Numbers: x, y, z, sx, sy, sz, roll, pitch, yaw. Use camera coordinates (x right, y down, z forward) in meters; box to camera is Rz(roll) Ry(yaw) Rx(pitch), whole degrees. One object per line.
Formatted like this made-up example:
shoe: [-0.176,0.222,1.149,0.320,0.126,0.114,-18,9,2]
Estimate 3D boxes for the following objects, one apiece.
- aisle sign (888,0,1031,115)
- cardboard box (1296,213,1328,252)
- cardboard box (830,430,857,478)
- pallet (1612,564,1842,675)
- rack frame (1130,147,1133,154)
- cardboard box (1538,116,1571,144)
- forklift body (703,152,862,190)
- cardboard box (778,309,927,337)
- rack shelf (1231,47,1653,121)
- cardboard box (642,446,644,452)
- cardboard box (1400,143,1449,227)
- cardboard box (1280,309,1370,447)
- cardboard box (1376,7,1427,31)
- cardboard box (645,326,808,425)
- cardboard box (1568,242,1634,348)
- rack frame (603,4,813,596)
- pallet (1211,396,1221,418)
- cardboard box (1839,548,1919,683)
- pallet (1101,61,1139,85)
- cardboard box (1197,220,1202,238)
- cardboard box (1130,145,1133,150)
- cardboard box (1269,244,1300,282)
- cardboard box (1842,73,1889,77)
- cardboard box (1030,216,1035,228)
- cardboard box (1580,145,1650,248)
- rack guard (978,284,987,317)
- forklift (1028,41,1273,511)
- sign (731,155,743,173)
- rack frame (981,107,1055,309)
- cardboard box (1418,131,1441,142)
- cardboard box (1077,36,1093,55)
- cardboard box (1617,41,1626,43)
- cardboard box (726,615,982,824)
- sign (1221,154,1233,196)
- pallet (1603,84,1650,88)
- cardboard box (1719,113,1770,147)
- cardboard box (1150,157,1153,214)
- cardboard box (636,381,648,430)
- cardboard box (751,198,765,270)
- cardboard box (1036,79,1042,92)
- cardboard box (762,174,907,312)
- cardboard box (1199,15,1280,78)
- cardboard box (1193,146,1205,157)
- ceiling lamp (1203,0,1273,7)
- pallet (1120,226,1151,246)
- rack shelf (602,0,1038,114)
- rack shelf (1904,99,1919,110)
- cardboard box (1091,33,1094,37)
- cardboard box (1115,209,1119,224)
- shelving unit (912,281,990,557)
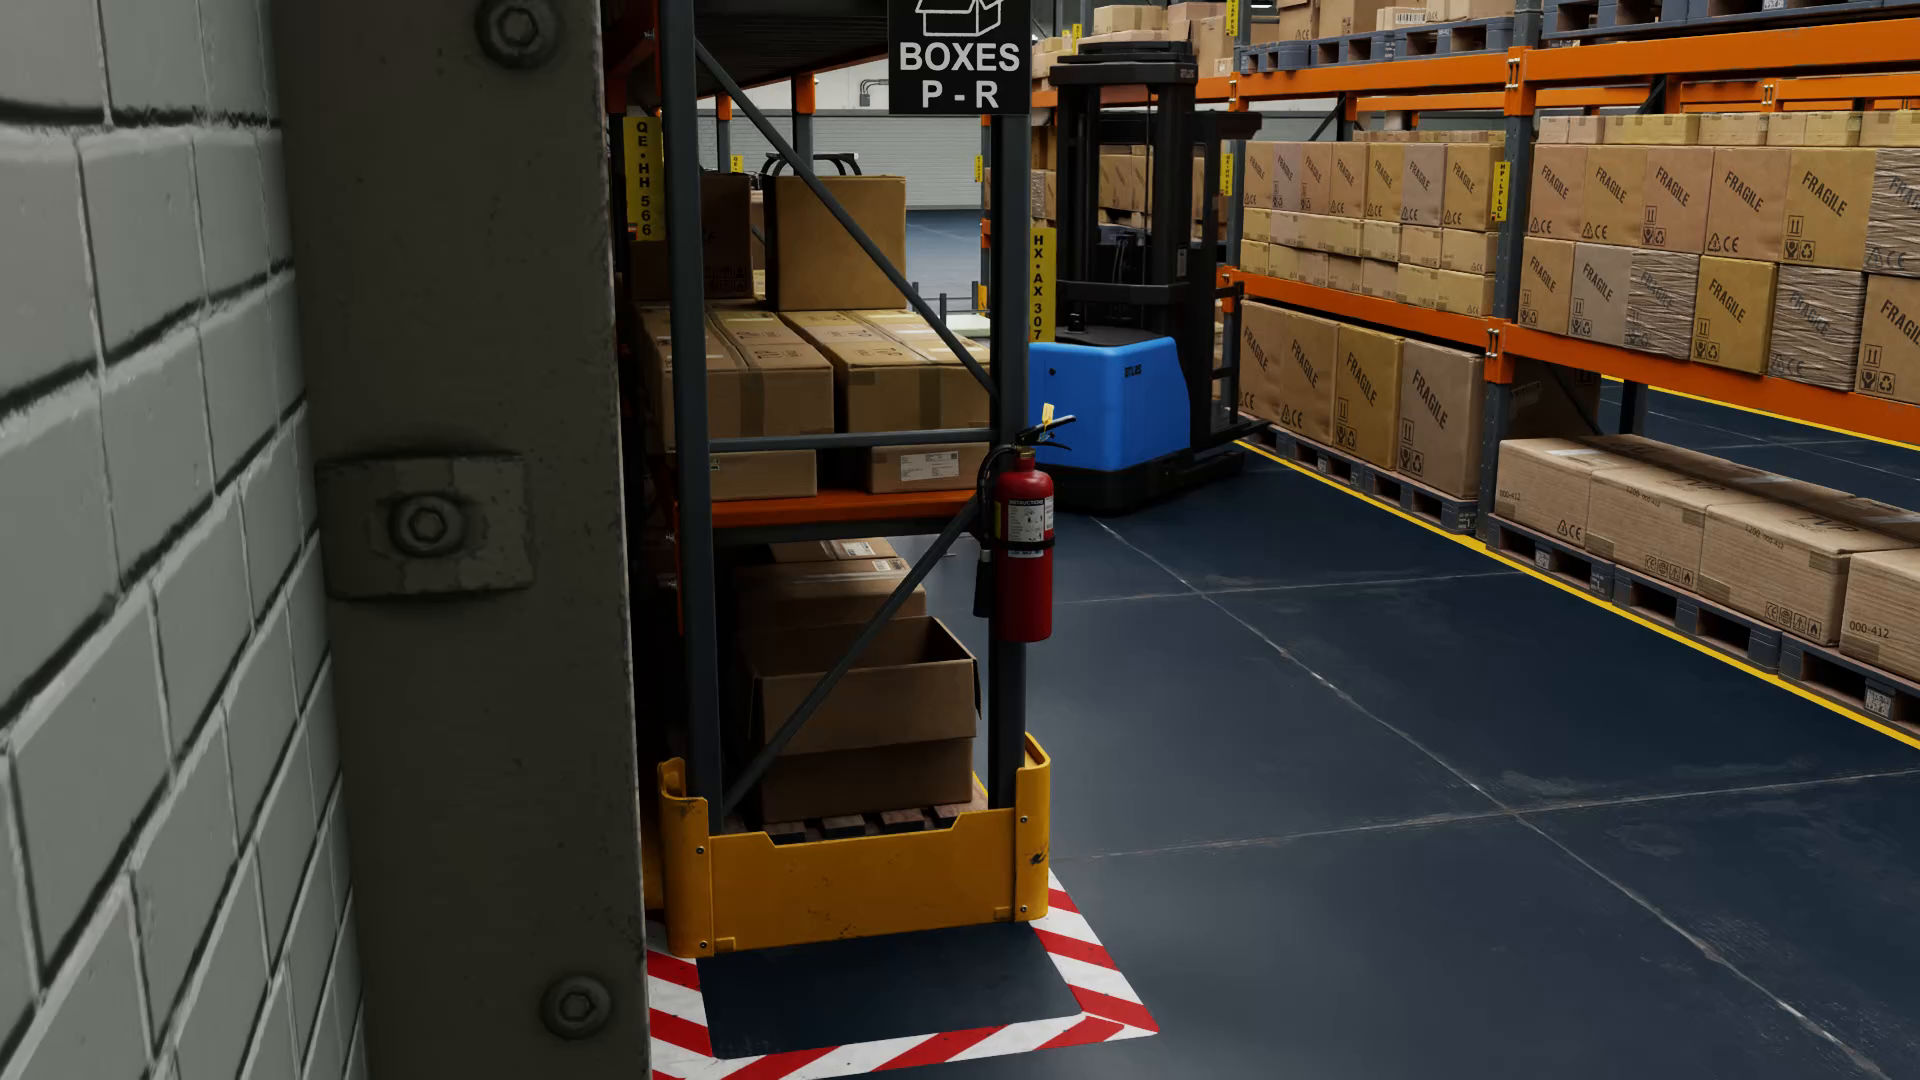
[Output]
aisle sign: [-0.001,-1.541,4.438,0.394,0.787,0.004,-3,14,-13]
cardboard box: [2.747,-2.205,11.896,0.500,0.250,0.500,-3,14,-13]
cardboard box: [-0.217,-0.303,5.376,0.380,0.149,0.250,-3,14,-12]
pallet: [3.975,0.338,8.097,1.003,0.211,1.213,-3,14,-13]
rack frame: [1.704,-3.324,17.211,1.000,3.000,0.127,-3,14,-13]
cardboard box: [3.404,-2.240,9.092,0.380,0.149,0.250,-3,14,-14]
forklift body: [-1.841,-3.221,18.578,2.313,2.155,1.214,-3,14,-13]
cardboard box: [-0.388,-0.702,6.170,0.500,0.250,0.500,-4,14,-14]
rack shelf: [3.113,-3.047,11.274,1.077,0.370,4.000,-3,14,-13]
cardboard box: [-1.608,-0.574,8.972,0.380,0.149,0.250,-4,14,-15]
cardboard box: [3.105,-2.220,10.377,0.500,0.500,0.500,-3,14,-12]
cardboard box: [2.930,-1.203,12.122,0.875,0.875,0.875,-3,14,-13]
cardboard box: [2.993,-3.454,11.030,0.380,0.166,0.250,-2,14,-8]
cardboard box: [-0.788,-0.560,5.587,0.500,0.250,0.500,-3,14,-13]
cardboard box: [3.552,-1.287,8.666,0.500,0.500,0.500,-3,14,-13]
rack frame: [-1.242,-1.200,8.521,1.000,3.000,0.127,-3,14,-13]
pallet: [2.461,-1.227,14.503,1.003,0.211,1.213,-3,14,-13]
cardboard box: [4.270,0.339,6.734,0.875,0.438,0.875,-4,14,-15]
pallet: [1.992,-4.302,15.291,1.213,0.211,1.003,-3,14,-13]
cardboard box: [2.204,-2.603,13.906,0.380,0.149,0.250,-3,14,-12]
cardboard box: [1.811,-4.116,17.510,0.700,0.500,0.500,-3,14,-14]
cardboard box: [2.651,-2.084,12.451,0.500,0.250,0.500,-4,14,-15]
cardboard box: [7.431,-3.944,13.220,0.500,0.500,0.500,-3,14,-13]
cardboard box: [0.963,-3.611,18.916,0.380,0.149,0.250,-3,14,-13]
cardboard box: [3.571,-1.772,8.543,0.500,0.500,0.500,-3,14,-14]
rack guard: [0.782,-3.015,21.213,1.175,0.500,0.348,-3,14,-13]
forklift: [1.377,-1.907,11.556,1.130,2.935,3.031,9,16,33]
sign: [-1.656,-2.680,12.302,0.100,0.325,0.005,-3,14,-13]
rack frame: [0.764,-4.246,20.988,1.000,3.000,0.127,-3,14,-13]
cardboard box: [6.071,-4.682,20.178,0.875,0.550,0.500,-3,14,-13]
cardboard box: [1.451,-4.755,16.179,0.500,0.250,0.500,-4,14,-15]
cardboard box: [6.995,-4.987,16.920,0.500,0.250,0.500,-3,14,-14]
cardboard box: [-0.354,0.585,5.589,0.797,0.503,0.637,-4,14,-15]
sign: [2.118,-2.892,13.173,0.100,0.325,0.005,-3,14,-13]
pallet: [6.963,-4.469,15.976,1.003,0.211,1.213,-3,14,-11]
cardboard box: [3.744,-1.888,7.649,0.380,0.149,0.250,-3,14,-13]
cardboard box: [2.014,-3.122,14.664,0.500,0.500,0.500,-4,14,-17]
cardboard box: [-1.013,-0.511,6.229,0.380,0.149,0.250,-3,14,-13]
cardboard box: [-1.138,-1.577,8.967,0.700,0.500,0.500,-3,14,-12]
cardboard box: [1.063,-5.076,18.594,0.380,0.149,0.250,-3,14,-14]
cardboard box: [-0.499,-1.179,6.543,0.500,0.500,0.500,-3,14,-12]
cardboard box: [2.430,-4.126,13.963,0.700,0.500,0.500,-3,14,-13]
cardboard box: [1.985,-3.475,14.740,0.380,0.149,0.250,-4,14,-16]
ceiling lamp: [7.752,-16.607,46.643,2.000,3.185,0.800,-3,14,-13]
pallet: [2.138,-2.762,15.316,1.003,0.211,1.213,-3,14,-13]
rack shelf: [-0.772,-1.847,6.361,1.077,0.370,4.000,-3,14,-13]
rack shelf: [11.806,-4.522,17.312,1.077,0.370,4.000,-3,14,-13]
cardboard box: [1.417,-5.107,17.039,0.380,0.149,0.250,-3,14,-12]
cardboard box: [1.717,-3.141,16.109,0.380,0.149,0.250,-2,14,-10]
shelving unit: [-0.002,-0.730,9.755,0.431,1.500,0.755,-3,14,-13]
